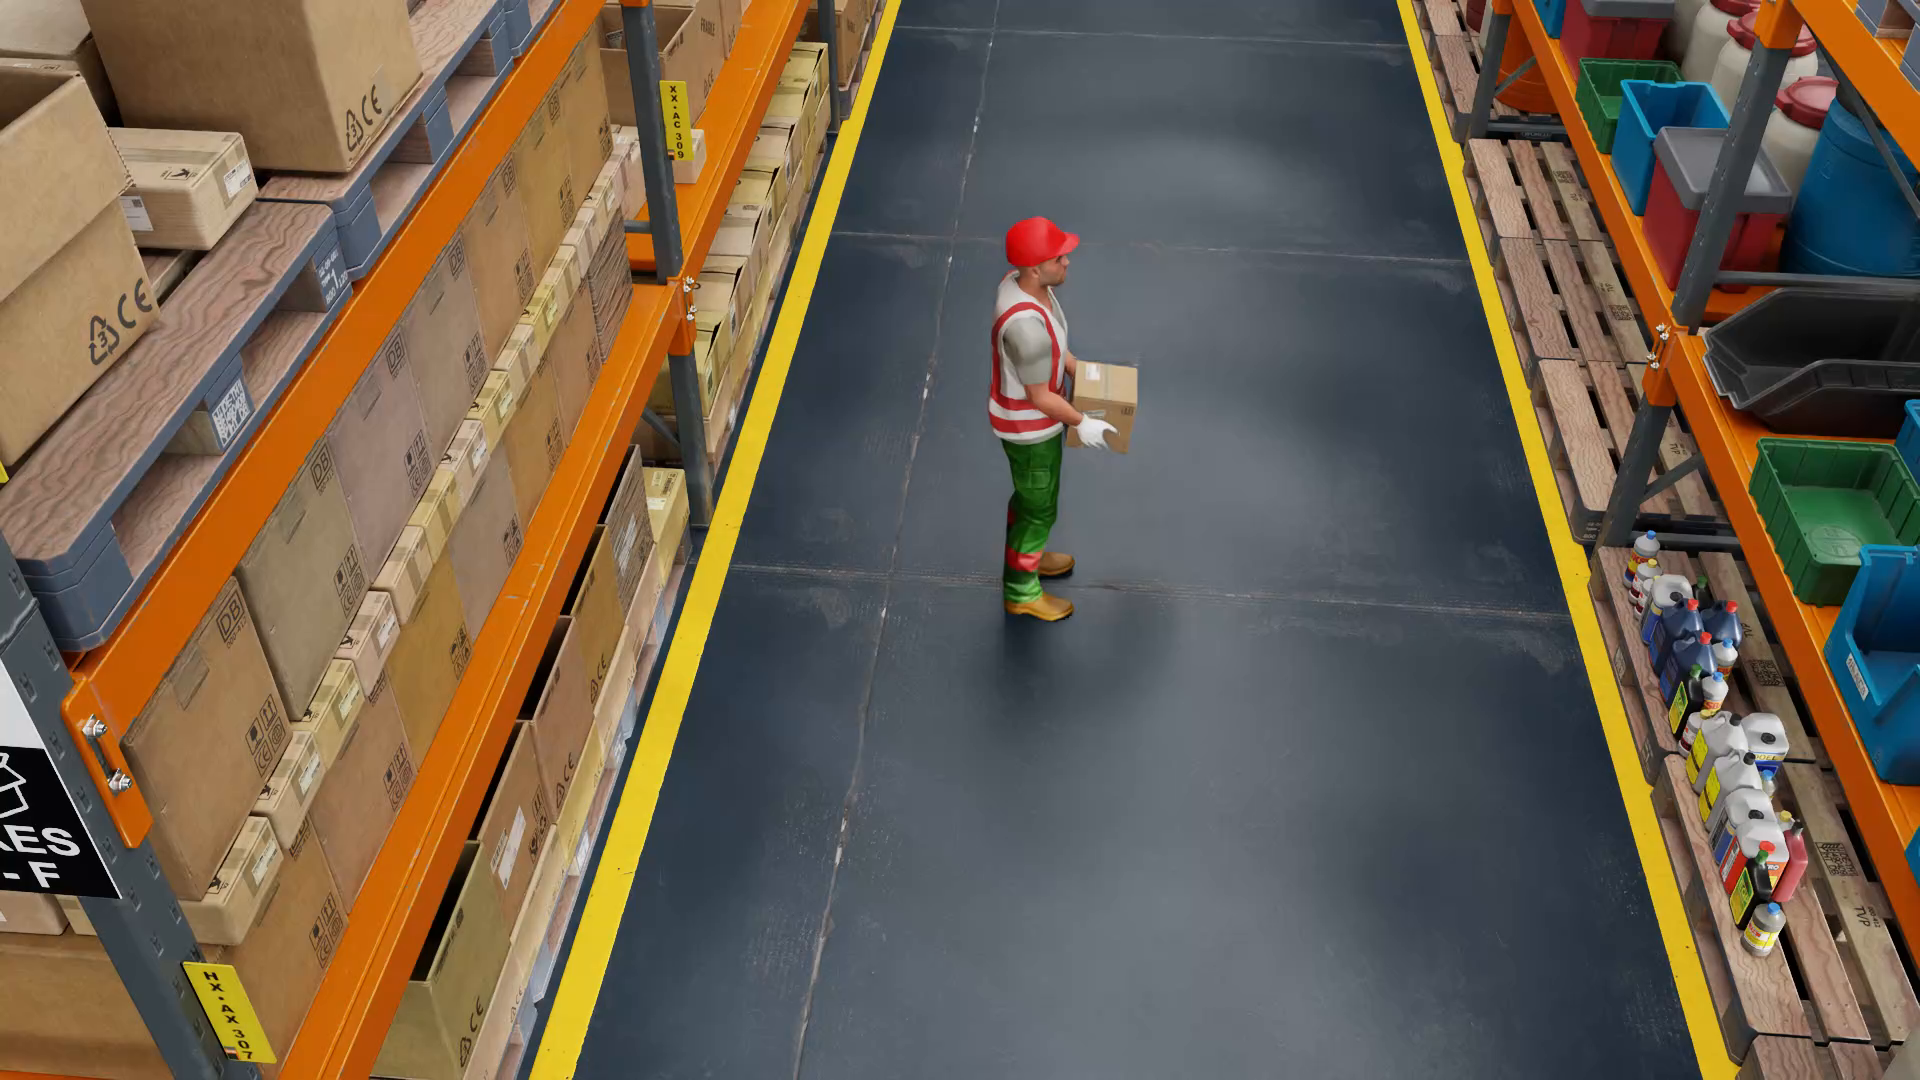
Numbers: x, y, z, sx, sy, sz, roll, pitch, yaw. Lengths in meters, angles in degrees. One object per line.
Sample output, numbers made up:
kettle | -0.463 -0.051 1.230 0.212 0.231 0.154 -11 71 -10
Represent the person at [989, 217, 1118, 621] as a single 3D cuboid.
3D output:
person | 0.375 -0.490 6.723 0.519 1.794 0.526 3 40 3
